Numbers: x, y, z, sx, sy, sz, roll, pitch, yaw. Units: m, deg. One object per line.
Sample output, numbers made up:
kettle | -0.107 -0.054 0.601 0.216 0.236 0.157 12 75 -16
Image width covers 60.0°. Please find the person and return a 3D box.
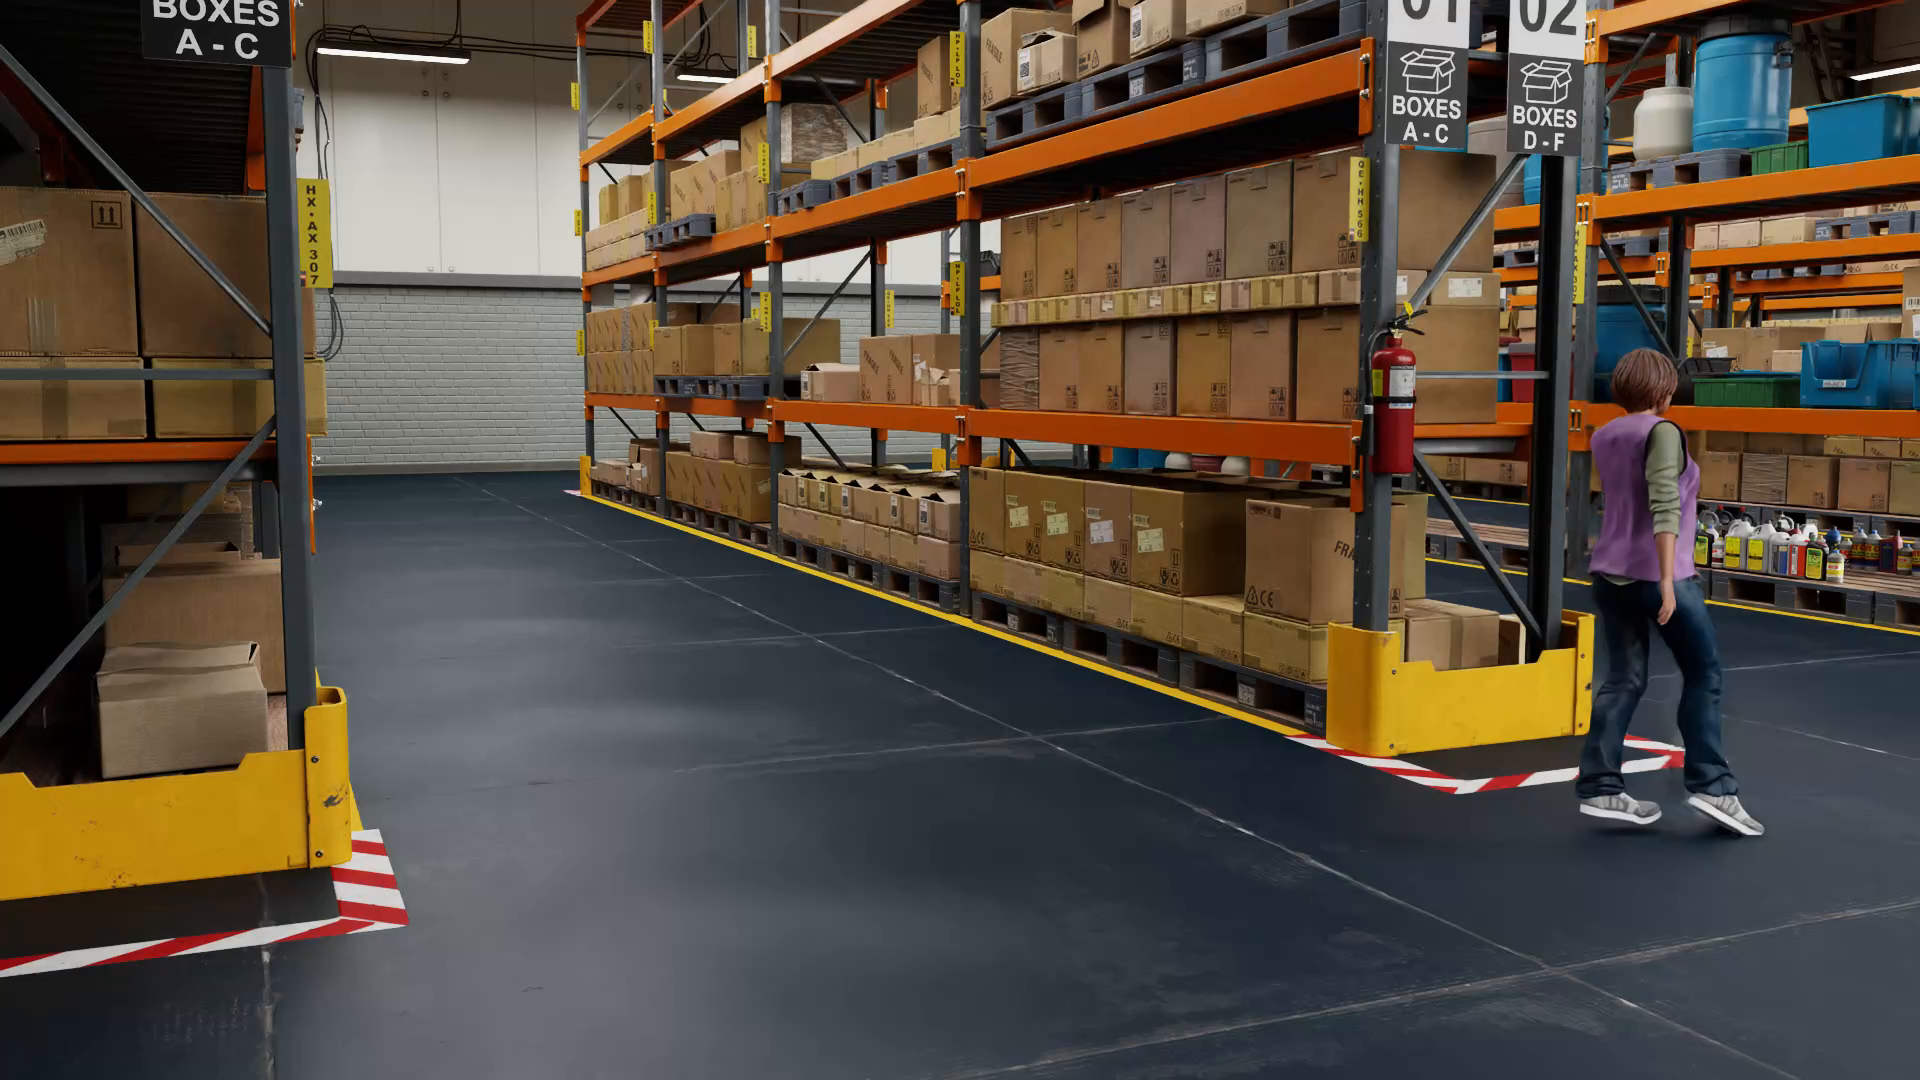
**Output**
person | 2.328 0.171 5.544 0.588 1.621 0.514 -2 6 -15
